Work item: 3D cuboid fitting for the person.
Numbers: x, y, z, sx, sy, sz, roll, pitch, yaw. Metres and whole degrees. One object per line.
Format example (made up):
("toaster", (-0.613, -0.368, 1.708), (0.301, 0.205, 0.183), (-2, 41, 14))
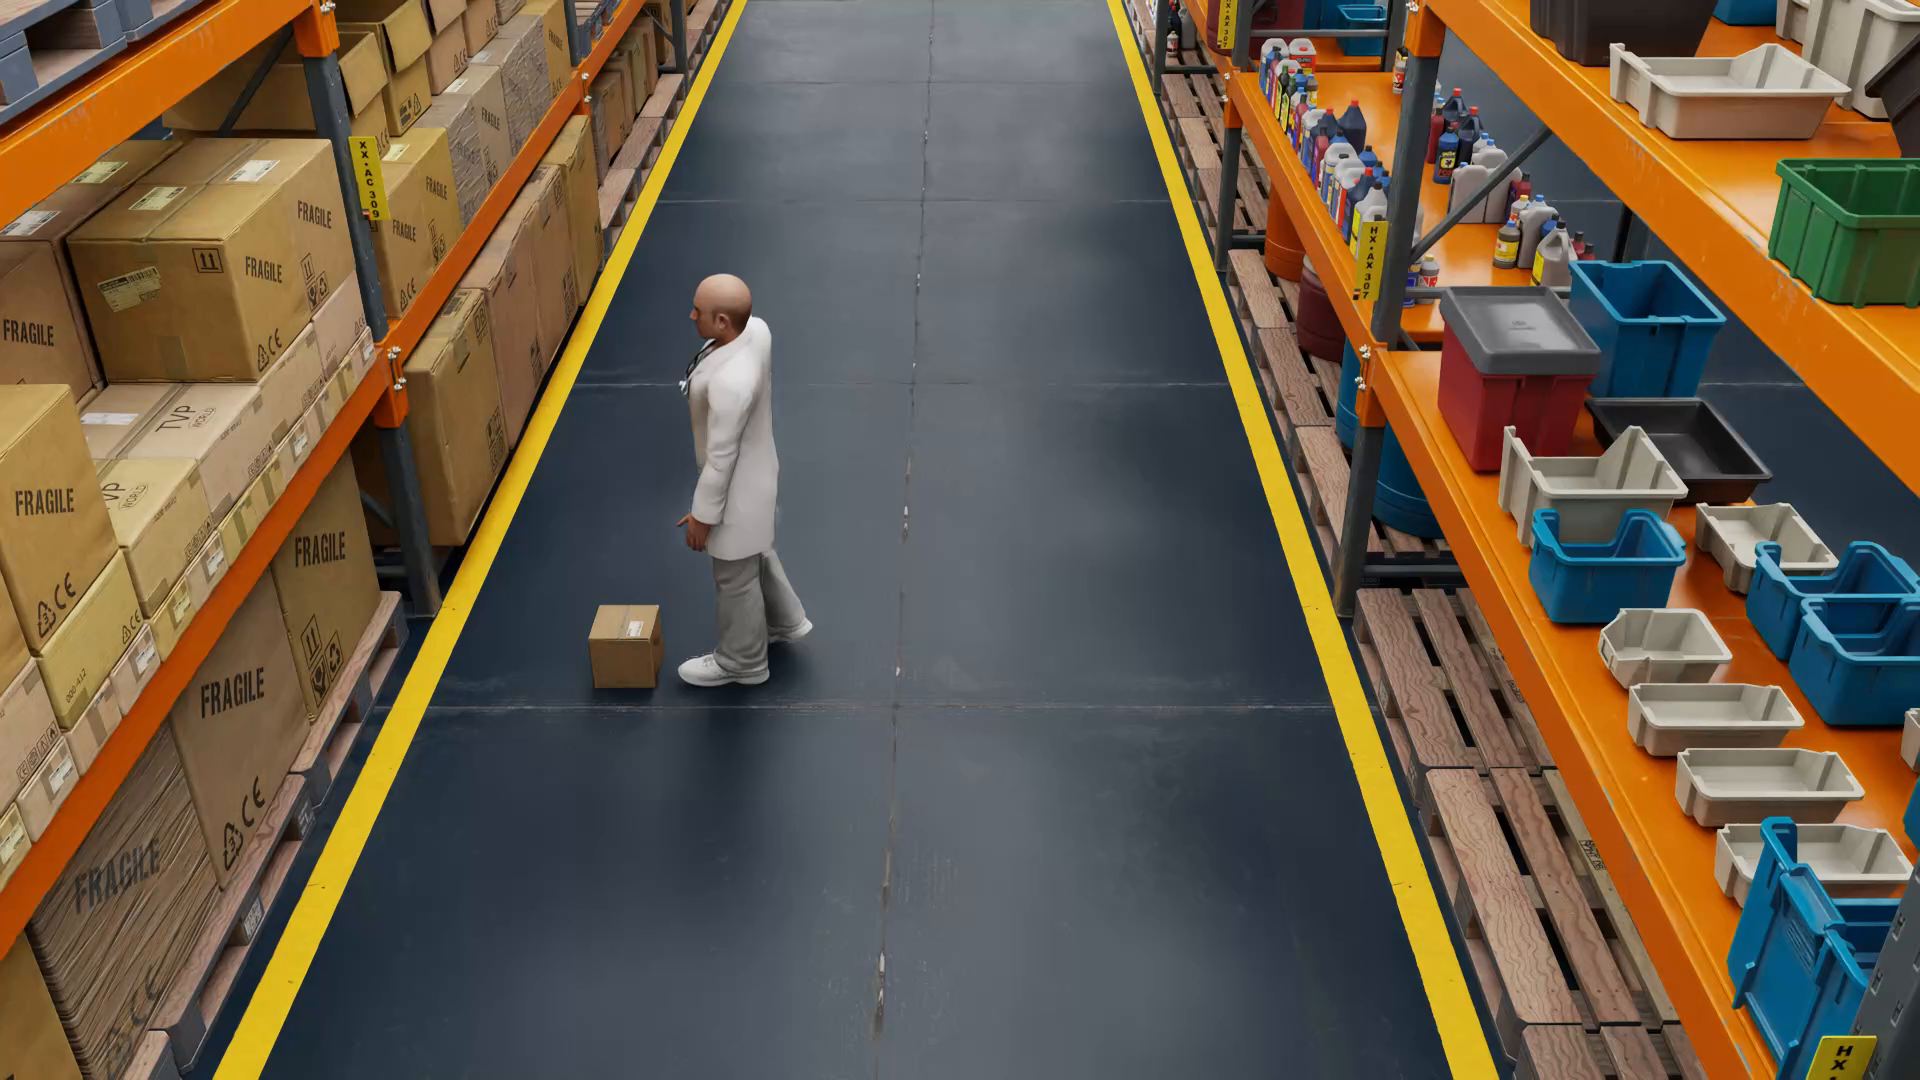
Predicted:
("person", (-0.892, -0.206, 6.504), (0.543, 1.829, 0.639), (0, 31, -1))
